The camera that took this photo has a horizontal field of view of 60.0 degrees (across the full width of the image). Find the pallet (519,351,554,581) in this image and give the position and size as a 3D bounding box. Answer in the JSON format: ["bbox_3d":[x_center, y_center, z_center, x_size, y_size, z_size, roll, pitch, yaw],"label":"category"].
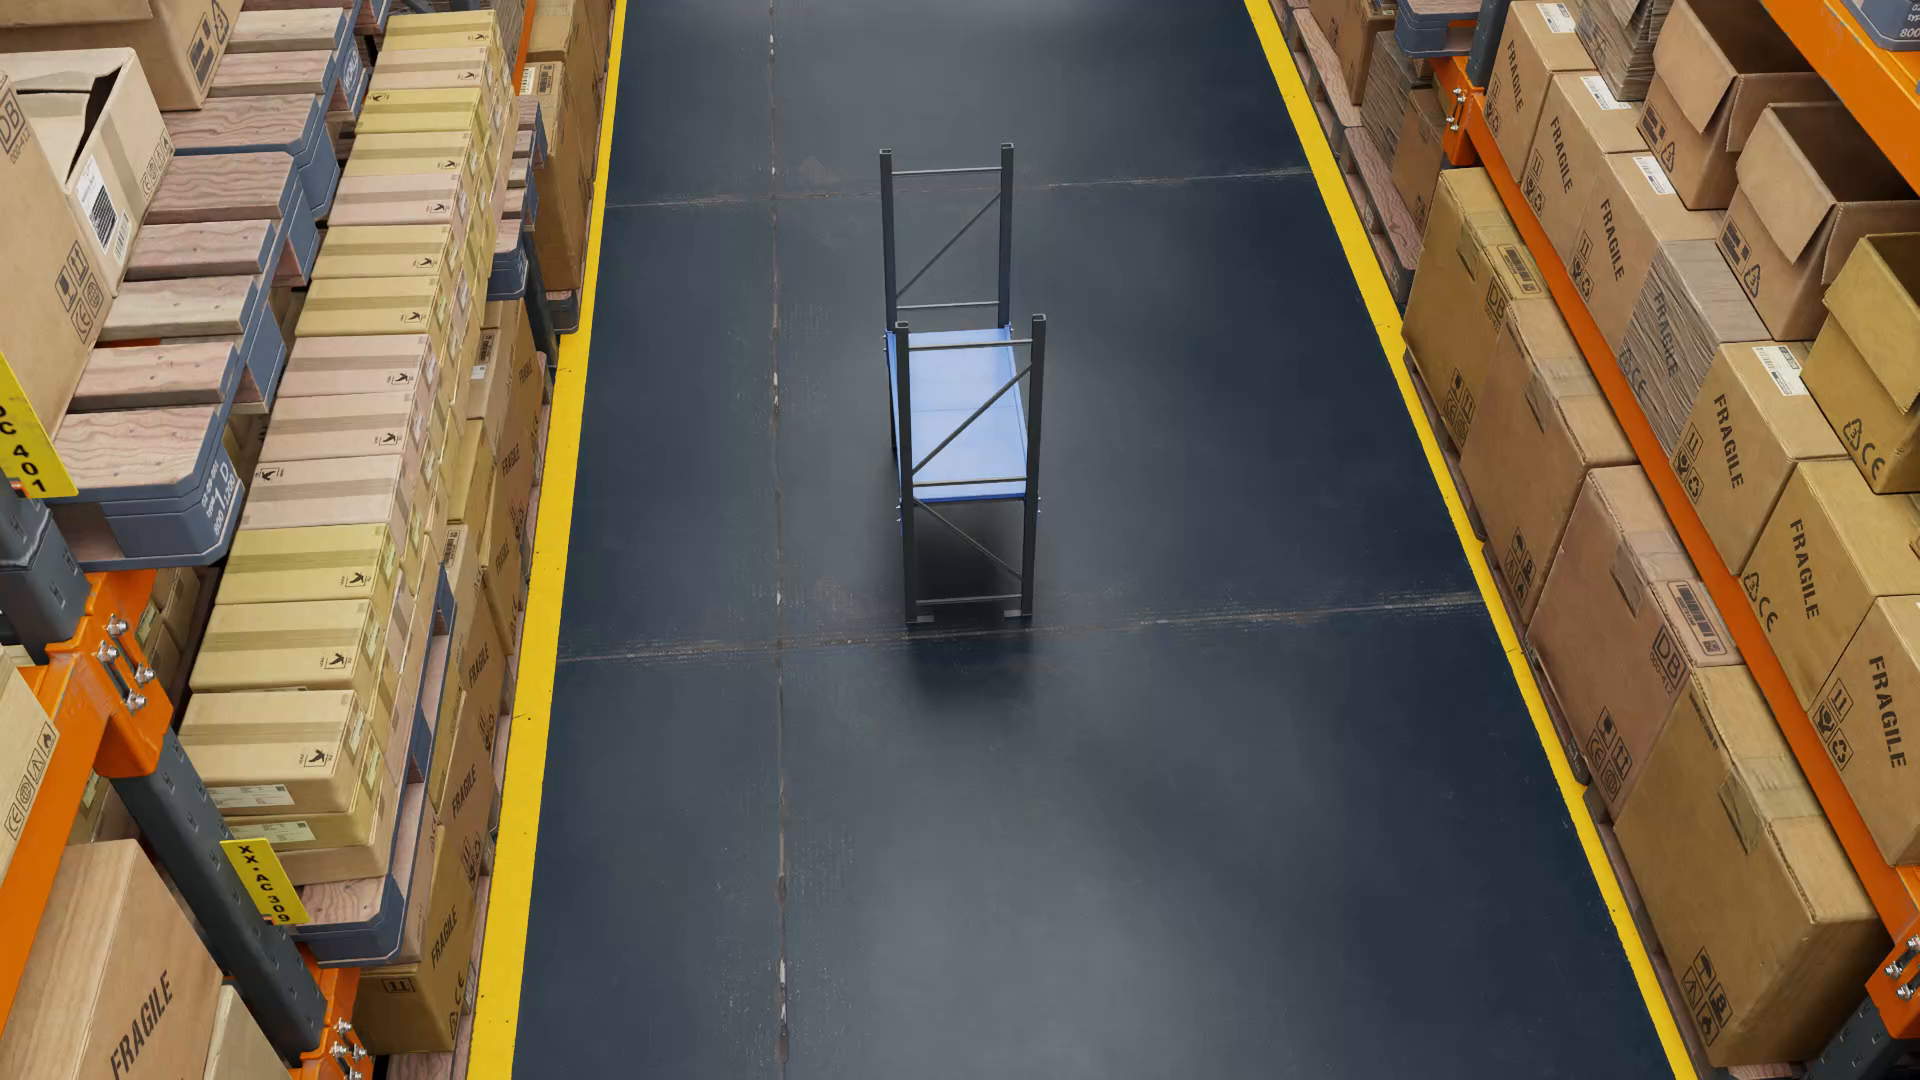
[{"bbox_3d":[-2.287,-0.304,7.029,1.003,0.211,1.213,-3,47,-3],"label":"pallet"}]

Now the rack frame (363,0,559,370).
[{"bbox_3d":[-2.351,-1.829,6.552,1.000,3.000,0.127,-3,47,-3],"label":"rack frame"}]

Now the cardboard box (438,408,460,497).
[{"bbox_3d":[-1.706,-0.250,4.941,0.380,0.149,0.250,-4,47,-4],"label":"cardboard box"}]

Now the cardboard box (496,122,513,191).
[{"bbox_3d":[-1.833,-1.378,6.009,0.380,0.149,0.250,-4,47,-3],"label":"cardboard box"}]

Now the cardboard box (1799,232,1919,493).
[{"bbox_3d":[2.827,-0.501,4.535,0.797,0.503,0.637,-3,47,-3],"label":"cardboard box"}]

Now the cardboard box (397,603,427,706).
[{"bbox_3d":[-1.637,0.313,4.408,0.380,0.149,0.250,-3,47,-3],"label":"cardboard box"}]

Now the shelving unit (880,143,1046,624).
[{"bbox_3d":[-0.007,-0.577,6.400,0.538,1.500,1.048,-3,47,-3],"label":"shelving unit"}]

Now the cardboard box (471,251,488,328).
[{"bbox_3d":[-1.770,-0.817,5.478,0.380,0.149,0.250,-5,47,-5],"label":"cardboard box"}]

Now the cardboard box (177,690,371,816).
[{"bbox_3d":[-1.591,0.490,3.831,0.380,0.149,0.250,-1,47,-1],"label":"cardboard box"}]

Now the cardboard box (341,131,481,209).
[{"bbox_3d":[-1.787,-1.200,5.431,0.380,0.149,0.250,-2,47,-2],"label":"cardboard box"}]

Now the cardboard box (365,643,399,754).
[{"bbox_3d":[-1.615,0.405,4.116,0.380,0.149,0.250,-4,47,-4],"label":"cardboard box"}]

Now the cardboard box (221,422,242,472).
[{"bbox_3d":[-2.359,-0.210,4.903,0.380,0.149,0.250,-2,47,-2],"label":"cardboard box"}]

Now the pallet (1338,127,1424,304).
[{"bbox_3d":[2.536,-1.663,8.317,1.003,0.211,1.213,-3,47,-3],"label":"pallet"}]

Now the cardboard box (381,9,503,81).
[{"bbox_3d":[-1.853,-1.764,5.966,0.380,0.149,0.250,-5,47,-5],"label":"cardboard box"}]

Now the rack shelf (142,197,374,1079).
[{"bbox_3d":[-2.184,-0.134,5.443,1.077,0.370,4.000,-3,47,-3],"label":"rack shelf"}]

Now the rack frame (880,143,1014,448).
[{"bbox_3d":[-0.050,-0.945,6.749,0.500,1.500,0.032,-3,47,-3],"label":"rack frame"}]

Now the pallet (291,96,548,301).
[{"bbox_3d":[-2.186,-1.253,6.140,1.213,0.211,1.003,-3,47,-3],"label":"pallet"}]

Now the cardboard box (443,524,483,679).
[{"bbox_3d":[-1.900,0.218,5.530,0.500,0.250,0.500,-2,47,-2],"label":"cardboard box"}]

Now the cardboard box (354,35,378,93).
[{"bbox_3d":[-2.657,-2.172,6.809,0.500,0.500,0.500,-3,47,-3],"label":"cardboard box"}]

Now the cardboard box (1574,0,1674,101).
[{"bbox_3d":[2.645,-1.906,5.866,0.797,0.503,0.637,-2,47,-2],"label":"cardboard box"}]

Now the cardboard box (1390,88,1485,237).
[{"bbox_3d":[2.524,-1.832,7.974,0.700,0.500,0.500,-6,47,-5],"label":"cardboard box"}]

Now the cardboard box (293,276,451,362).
[{"bbox_3d":[-1.727,-0.640,4.901,0.380,0.149,0.250,-2,47,-2],"label":"cardboard box"}]

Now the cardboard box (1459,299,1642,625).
[{"bbox_3d":[2.704,-0.325,6.302,1.225,0.875,0.875,-3,47,-3],"label":"cardboard box"}]

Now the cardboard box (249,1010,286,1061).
[{"bbox_3d":[-2.330,1.260,5.059,0.500,0.500,0.500,-4,47,-4],"label":"cardboard box"}]

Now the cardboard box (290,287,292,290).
[{"bbox_3d":[-2.446,-0.966,5.619,0.380,0.149,0.250,-2,47,-1],"label":"cardboard box"}]

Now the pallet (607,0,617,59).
[{"bbox_3d":[-2.547,-3.210,9.781,1.003,0.211,1.213,-3,47,-3],"label":"pallet"}]

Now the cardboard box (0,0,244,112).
[{"bbox_3d":[-2.015,-1.271,3.598,0.797,0.503,0.637,-4,47,-4],"label":"cardboard box"}]

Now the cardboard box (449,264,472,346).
[{"bbox_3d":[-1.746,-0.726,5.187,0.380,0.149,0.250,-2,47,-2],"label":"cardboard box"}]

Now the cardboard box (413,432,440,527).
[{"bbox_3d":[-1.684,-0.165,4.656,0.380,0.149,0.250,-2,47,-2],"label":"cardboard box"}]

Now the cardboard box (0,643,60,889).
[{"bbox_3d":[-1.706,0.424,2.456,0.500,0.250,0.500,-2,47,-2],"label":"cardboard box"}]

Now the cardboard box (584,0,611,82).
[{"bbox_3d":[-2.468,-2.952,8.876,1.050,0.750,0.750,-3,47,-3],"label":"cardboard box"}]

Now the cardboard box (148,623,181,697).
[{"bbox_3d":[-2.288,0.364,4.360,0.380,0.149,0.250,-4,47,-3],"label":"cardboard box"}]

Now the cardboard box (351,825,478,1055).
[{"bbox_3d":[-1.814,1.230,5.088,0.500,0.500,0.500,-2,47,-2],"label":"cardboard box"}]

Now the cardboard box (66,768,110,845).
[{"bbox_3d":[-2.247,0.629,3.903,0.380,0.149,0.250,-2,47,-2],"label":"cardboard box"}]

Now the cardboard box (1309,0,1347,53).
[{"bbox_3d":[2.363,-3.046,9.124,0.700,0.500,0.500,-7,47,-7],"label":"cardboard box"}]

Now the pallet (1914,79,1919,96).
[{"bbox_3d":[2.809,-0.789,3.633,0.805,0.209,1.217,-5,47,-5],"label":"pallet"}]

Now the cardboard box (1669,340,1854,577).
[{"bbox_3d":[2.538,-0.255,4.993,0.500,0.500,0.500,-4,47,-4],"label":"cardboard box"}]

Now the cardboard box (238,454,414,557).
[{"bbox_3d":[-1.658,-0.078,4.368,0.380,0.149,0.250,-4,47,-4],"label":"cardboard box"}]

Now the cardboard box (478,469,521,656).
[{"bbox_3d":[-1.936,0.104,6.154,0.500,0.500,0.500,-5,47,-5],"label":"cardboard box"}]

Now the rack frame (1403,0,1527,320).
[{"bbox_3d":[2.600,-2.057,6.769,1.000,3.000,0.127,-3,47,-3],"label":"rack frame"}]

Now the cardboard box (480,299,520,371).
[{"bbox_3d":[-2.033,-0.892,6.582,0.500,0.250,0.500,-4,47,-4],"label":"cardboard box"}]

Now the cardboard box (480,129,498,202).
[{"bbox_3d":[-1.808,-1.276,5.708,0.380,0.149,0.250,-2,47,-2],"label":"cardboard box"}]

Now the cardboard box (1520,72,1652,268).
[{"bbox_3d":[2.415,-1.350,6.030,0.500,0.500,0.500,-5,47,-4],"label":"cardboard box"}]

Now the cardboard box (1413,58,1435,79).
[{"bbox_3d":[2.459,-2.473,8.064,0.500,0.250,0.500,1,47,1],"label":"cardboard box"}]

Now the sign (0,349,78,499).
[{"bbox_3d":[-1.476,-0.182,2.571,0.100,0.325,0.005,-3,47,-3],"label":"sign"}]

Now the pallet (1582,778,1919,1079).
[{"bbox_3d":[2.795,1.242,5.565,1.003,0.211,1.213,-3,47,-3],"label":"pallet"}]

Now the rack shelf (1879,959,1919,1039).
[{"bbox_3d":[3.102,2.532,2.918,1.077,0.370,4.000,-3,47,-3],"label":"rack shelf"}]
